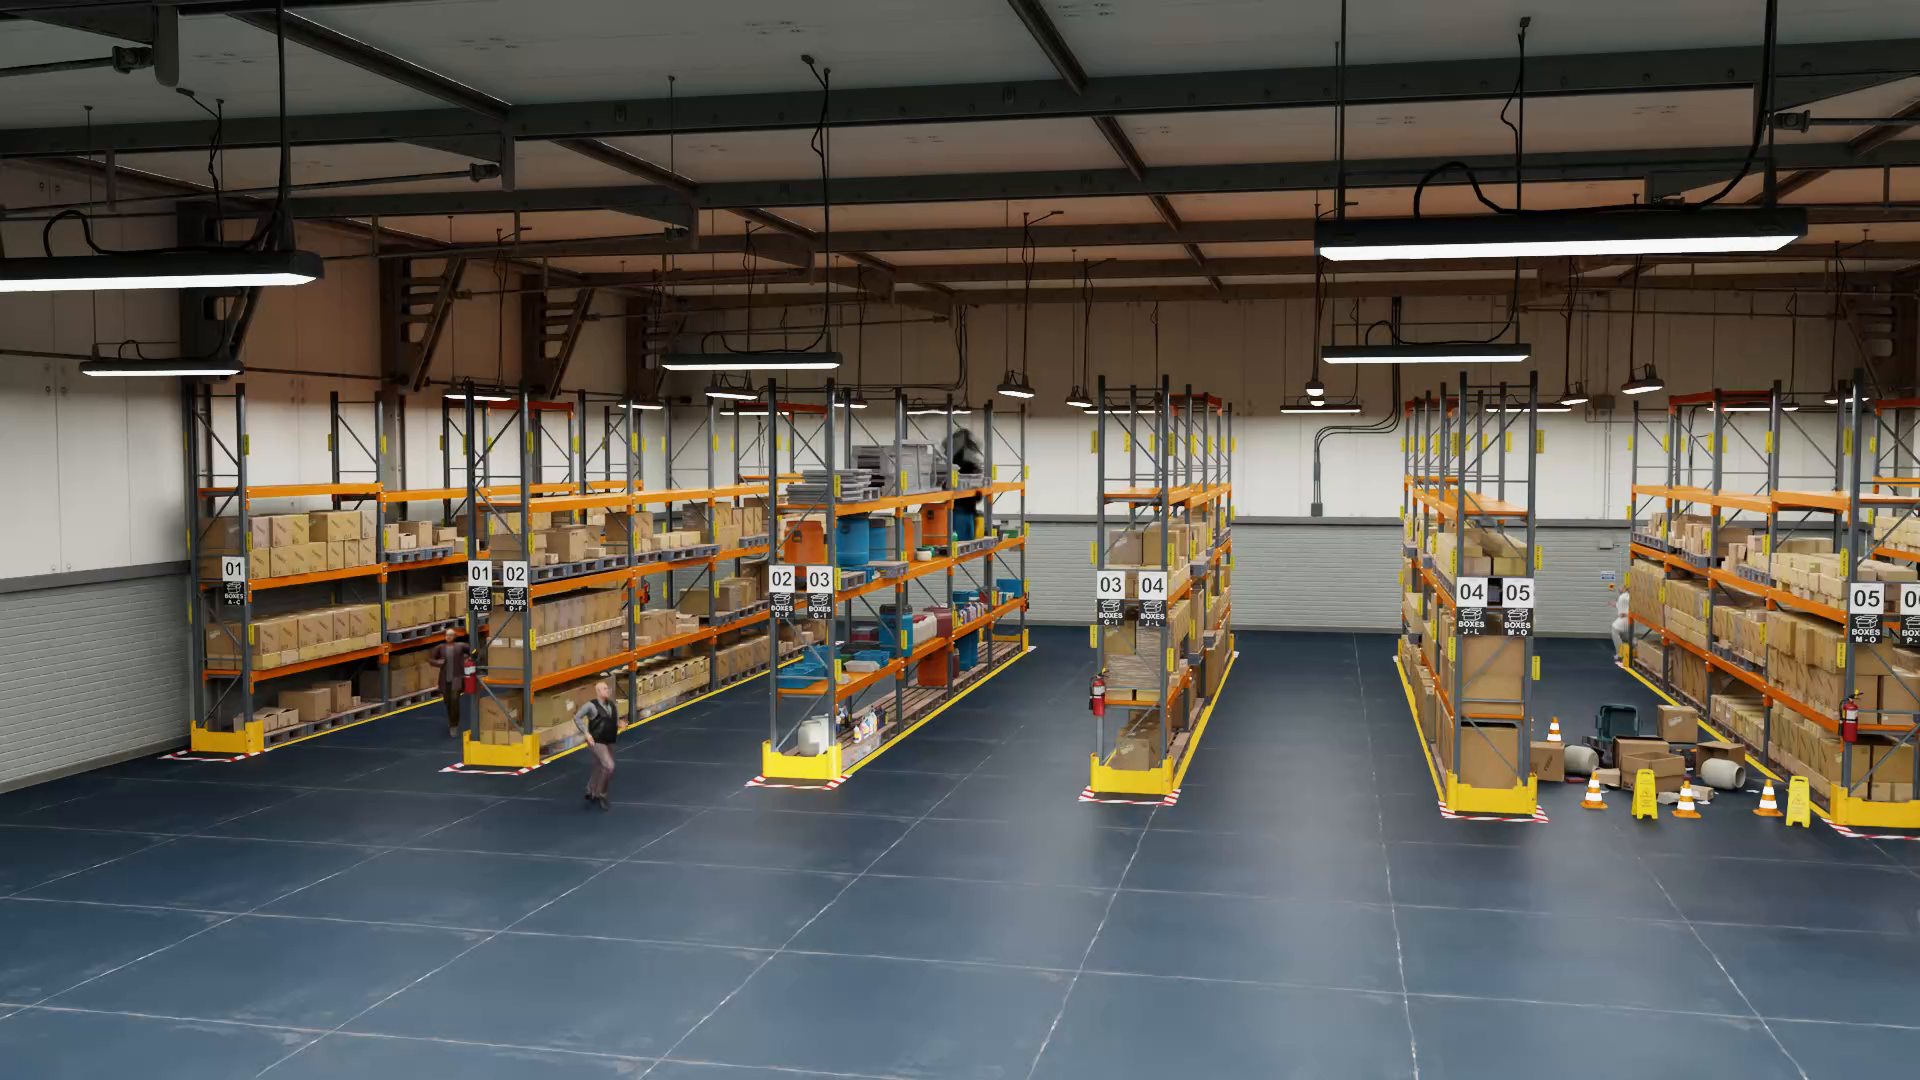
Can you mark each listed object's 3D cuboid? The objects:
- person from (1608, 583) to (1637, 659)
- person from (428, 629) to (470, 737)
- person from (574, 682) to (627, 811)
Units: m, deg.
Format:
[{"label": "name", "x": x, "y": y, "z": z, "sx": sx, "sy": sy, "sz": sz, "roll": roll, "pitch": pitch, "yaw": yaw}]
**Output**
[{"label": "person", "x": 15.519, "y": 1.918, "z": 38.791, "sx": 0.813, "sy": 1.843, "sz": 0.705, "roll": 2, "pitch": 4, "yaw": 29}, {"label": "person", "x": -8.826, "y": 2.453, "z": 28.861, "sx": 0.705, "sy": 1.845, "sz": 0.898, "roll": 0, "pitch": 3, "yaw": -2}, {"label": "person", "x": -4.928, "y": 2.842, "z": 22.942, "sx": 0.751, "sy": 1.762, "sz": 0.635, "roll": 2, "pitch": 4, "yaw": 30}]
